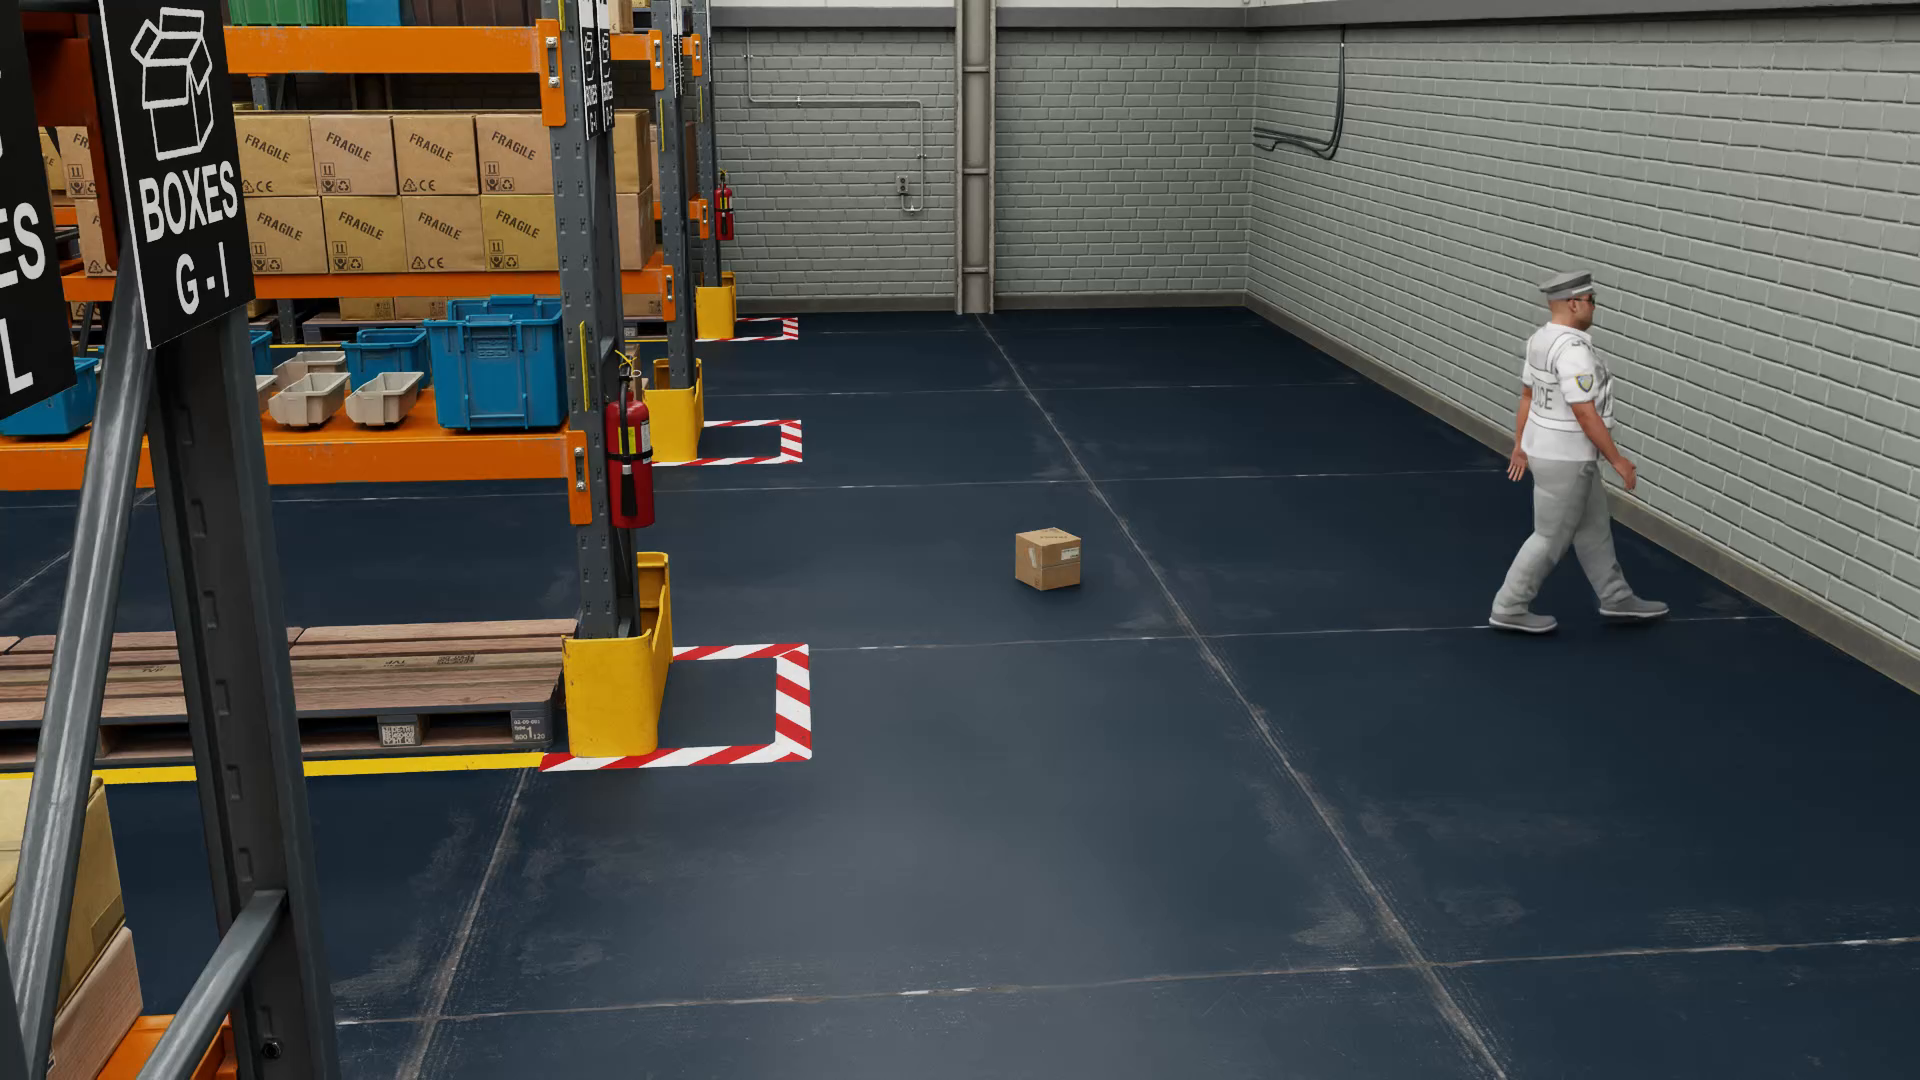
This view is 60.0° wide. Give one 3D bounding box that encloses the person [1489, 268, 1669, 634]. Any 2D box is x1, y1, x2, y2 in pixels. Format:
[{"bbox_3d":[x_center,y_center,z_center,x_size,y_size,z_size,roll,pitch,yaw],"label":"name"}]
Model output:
[{"bbox_3d":[3.012,-0.400,7.832,0.880,1.737,0.591,2,17,7],"label":"person"}]
